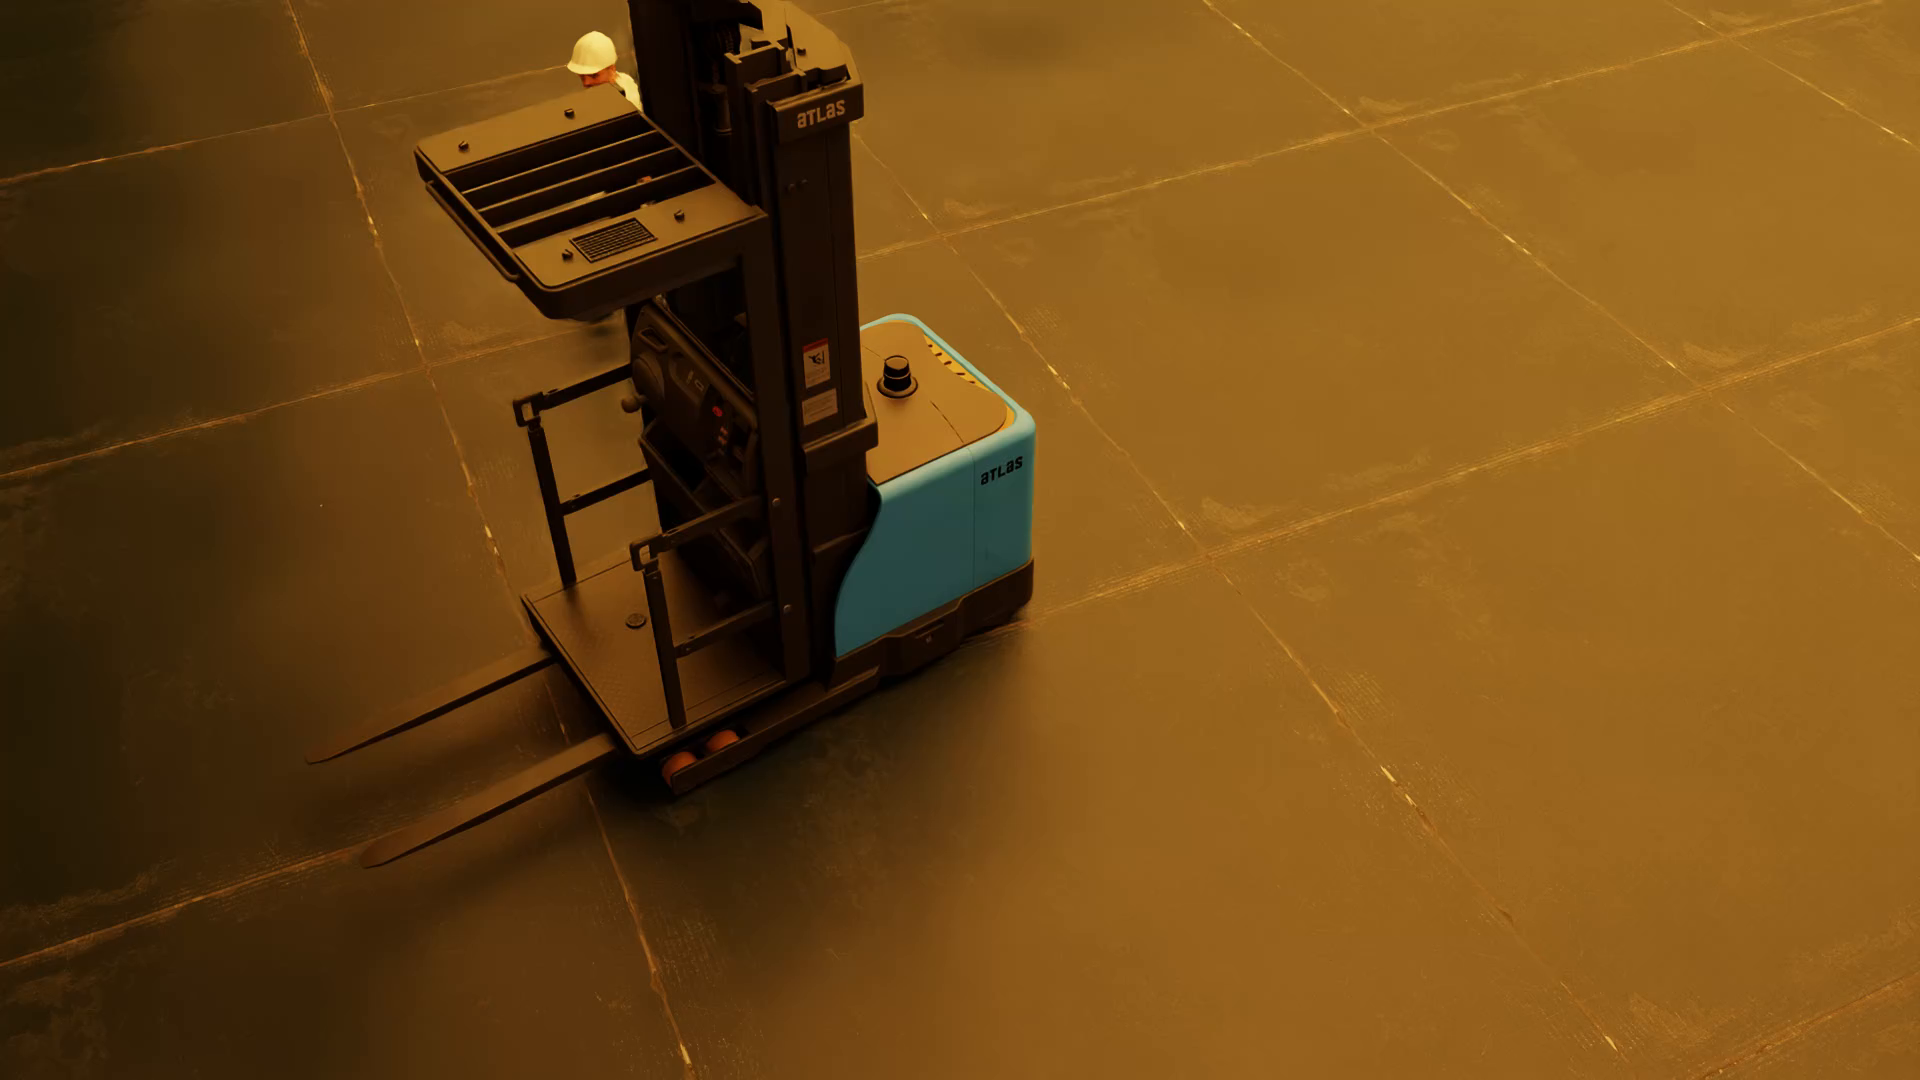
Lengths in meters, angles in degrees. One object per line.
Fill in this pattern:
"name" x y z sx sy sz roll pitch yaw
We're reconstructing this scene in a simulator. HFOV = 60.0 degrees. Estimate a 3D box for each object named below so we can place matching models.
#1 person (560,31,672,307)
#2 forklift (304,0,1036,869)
"person" -1.779 -1.810 8.550 0.960 1.711 0.558 14 45 14
"forklift" -1.173 -0.466 6.179 3.031 2.935 1.130 -26 49 -25
